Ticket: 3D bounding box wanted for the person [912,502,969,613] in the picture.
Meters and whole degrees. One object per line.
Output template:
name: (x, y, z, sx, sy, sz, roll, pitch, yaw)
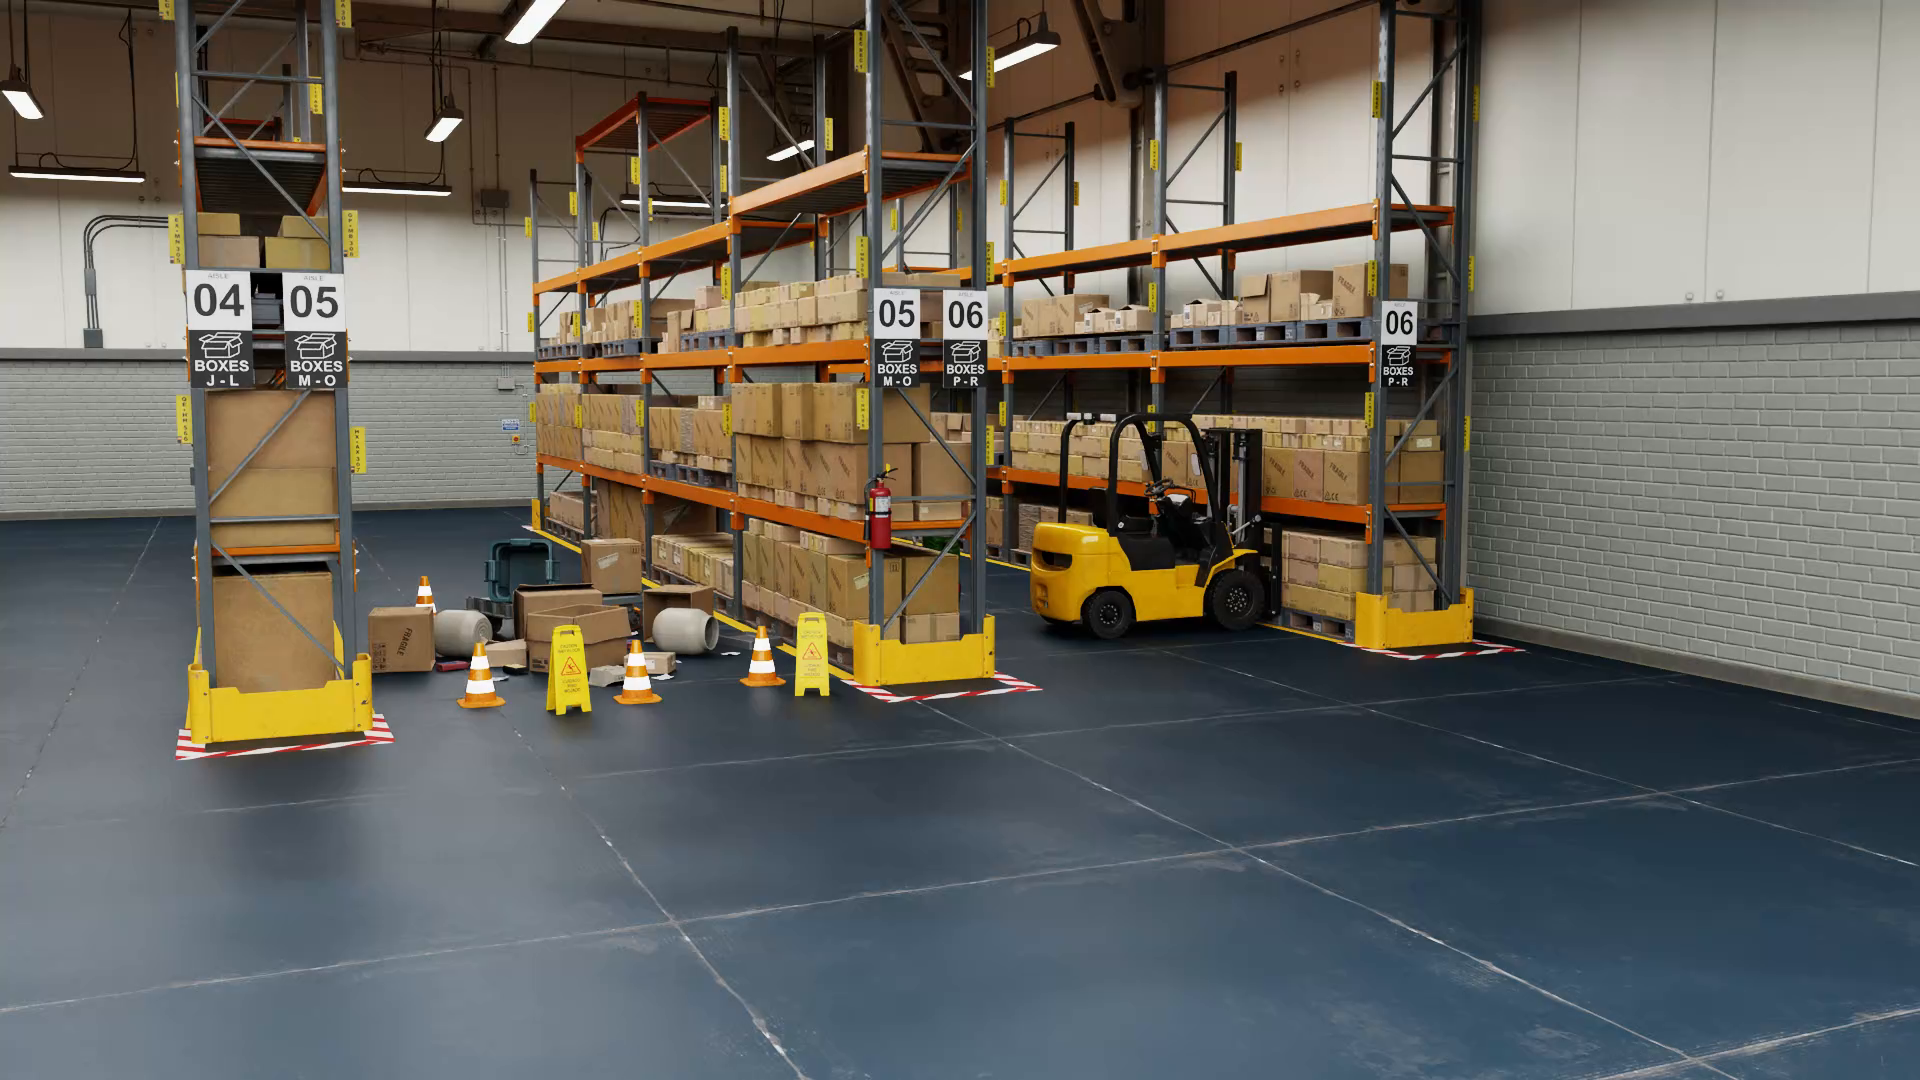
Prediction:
person: (-0.233, -0.087, 17.403, 0.638, 1.790, 0.561, -3, 6, -25)
